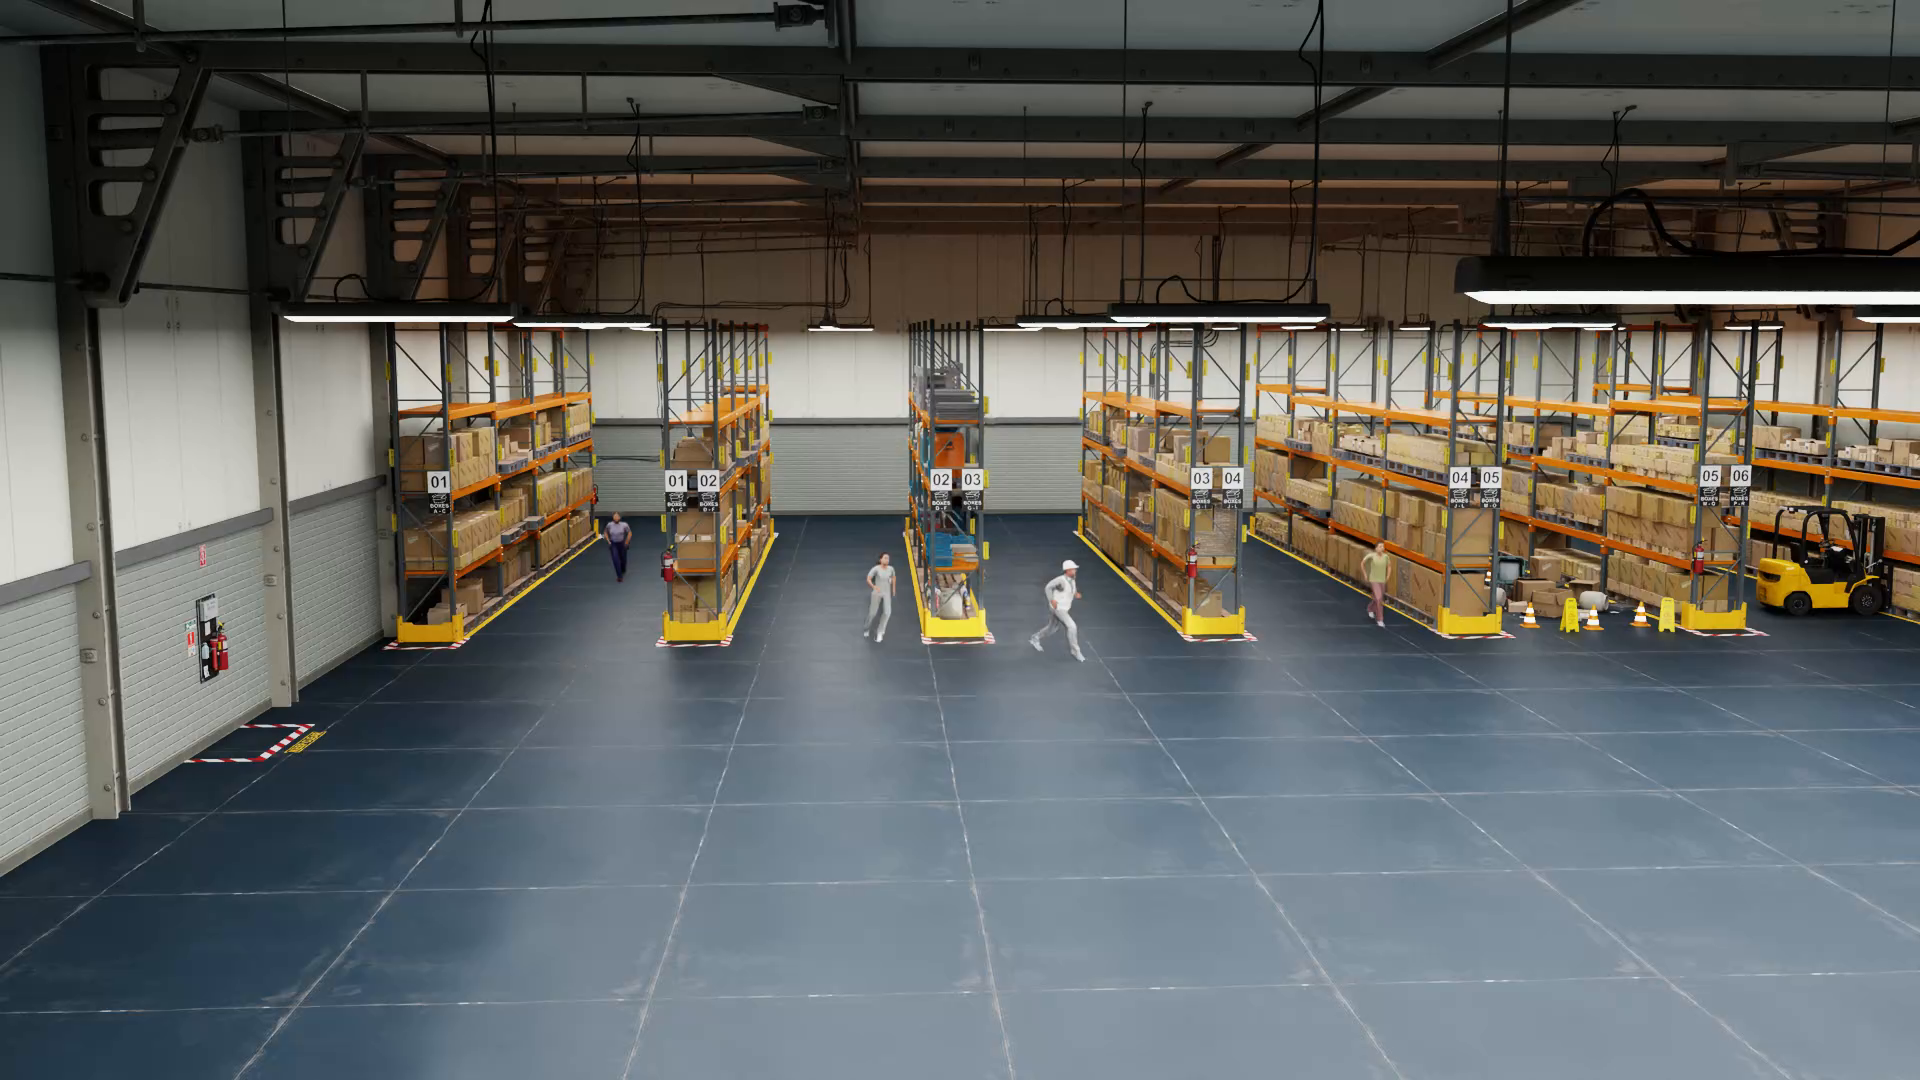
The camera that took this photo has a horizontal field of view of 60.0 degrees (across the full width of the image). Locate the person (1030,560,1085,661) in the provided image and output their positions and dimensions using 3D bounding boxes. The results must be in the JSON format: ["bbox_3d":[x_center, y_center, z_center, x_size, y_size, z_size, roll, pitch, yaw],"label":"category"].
[{"bbox_3d":[1.730,1.230,29.459,1.064,1.782,0.660,3,8,21],"label":"person"}]

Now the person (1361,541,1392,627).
[{"bbox_3d":[8.271,0.852,33.027,0.591,1.713,0.874,-2,7,-12],"label":"person"}]

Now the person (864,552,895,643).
[{"bbox_3d":[-1.471,1.063,31.268,0.636,1.672,0.690,-2,7,-19],"label":"person"}]

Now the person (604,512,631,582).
[{"bbox_3d":[-7.988,0.149,38.838,0.627,1.619,0.641,-1,7,-7],"label":"person"}]
